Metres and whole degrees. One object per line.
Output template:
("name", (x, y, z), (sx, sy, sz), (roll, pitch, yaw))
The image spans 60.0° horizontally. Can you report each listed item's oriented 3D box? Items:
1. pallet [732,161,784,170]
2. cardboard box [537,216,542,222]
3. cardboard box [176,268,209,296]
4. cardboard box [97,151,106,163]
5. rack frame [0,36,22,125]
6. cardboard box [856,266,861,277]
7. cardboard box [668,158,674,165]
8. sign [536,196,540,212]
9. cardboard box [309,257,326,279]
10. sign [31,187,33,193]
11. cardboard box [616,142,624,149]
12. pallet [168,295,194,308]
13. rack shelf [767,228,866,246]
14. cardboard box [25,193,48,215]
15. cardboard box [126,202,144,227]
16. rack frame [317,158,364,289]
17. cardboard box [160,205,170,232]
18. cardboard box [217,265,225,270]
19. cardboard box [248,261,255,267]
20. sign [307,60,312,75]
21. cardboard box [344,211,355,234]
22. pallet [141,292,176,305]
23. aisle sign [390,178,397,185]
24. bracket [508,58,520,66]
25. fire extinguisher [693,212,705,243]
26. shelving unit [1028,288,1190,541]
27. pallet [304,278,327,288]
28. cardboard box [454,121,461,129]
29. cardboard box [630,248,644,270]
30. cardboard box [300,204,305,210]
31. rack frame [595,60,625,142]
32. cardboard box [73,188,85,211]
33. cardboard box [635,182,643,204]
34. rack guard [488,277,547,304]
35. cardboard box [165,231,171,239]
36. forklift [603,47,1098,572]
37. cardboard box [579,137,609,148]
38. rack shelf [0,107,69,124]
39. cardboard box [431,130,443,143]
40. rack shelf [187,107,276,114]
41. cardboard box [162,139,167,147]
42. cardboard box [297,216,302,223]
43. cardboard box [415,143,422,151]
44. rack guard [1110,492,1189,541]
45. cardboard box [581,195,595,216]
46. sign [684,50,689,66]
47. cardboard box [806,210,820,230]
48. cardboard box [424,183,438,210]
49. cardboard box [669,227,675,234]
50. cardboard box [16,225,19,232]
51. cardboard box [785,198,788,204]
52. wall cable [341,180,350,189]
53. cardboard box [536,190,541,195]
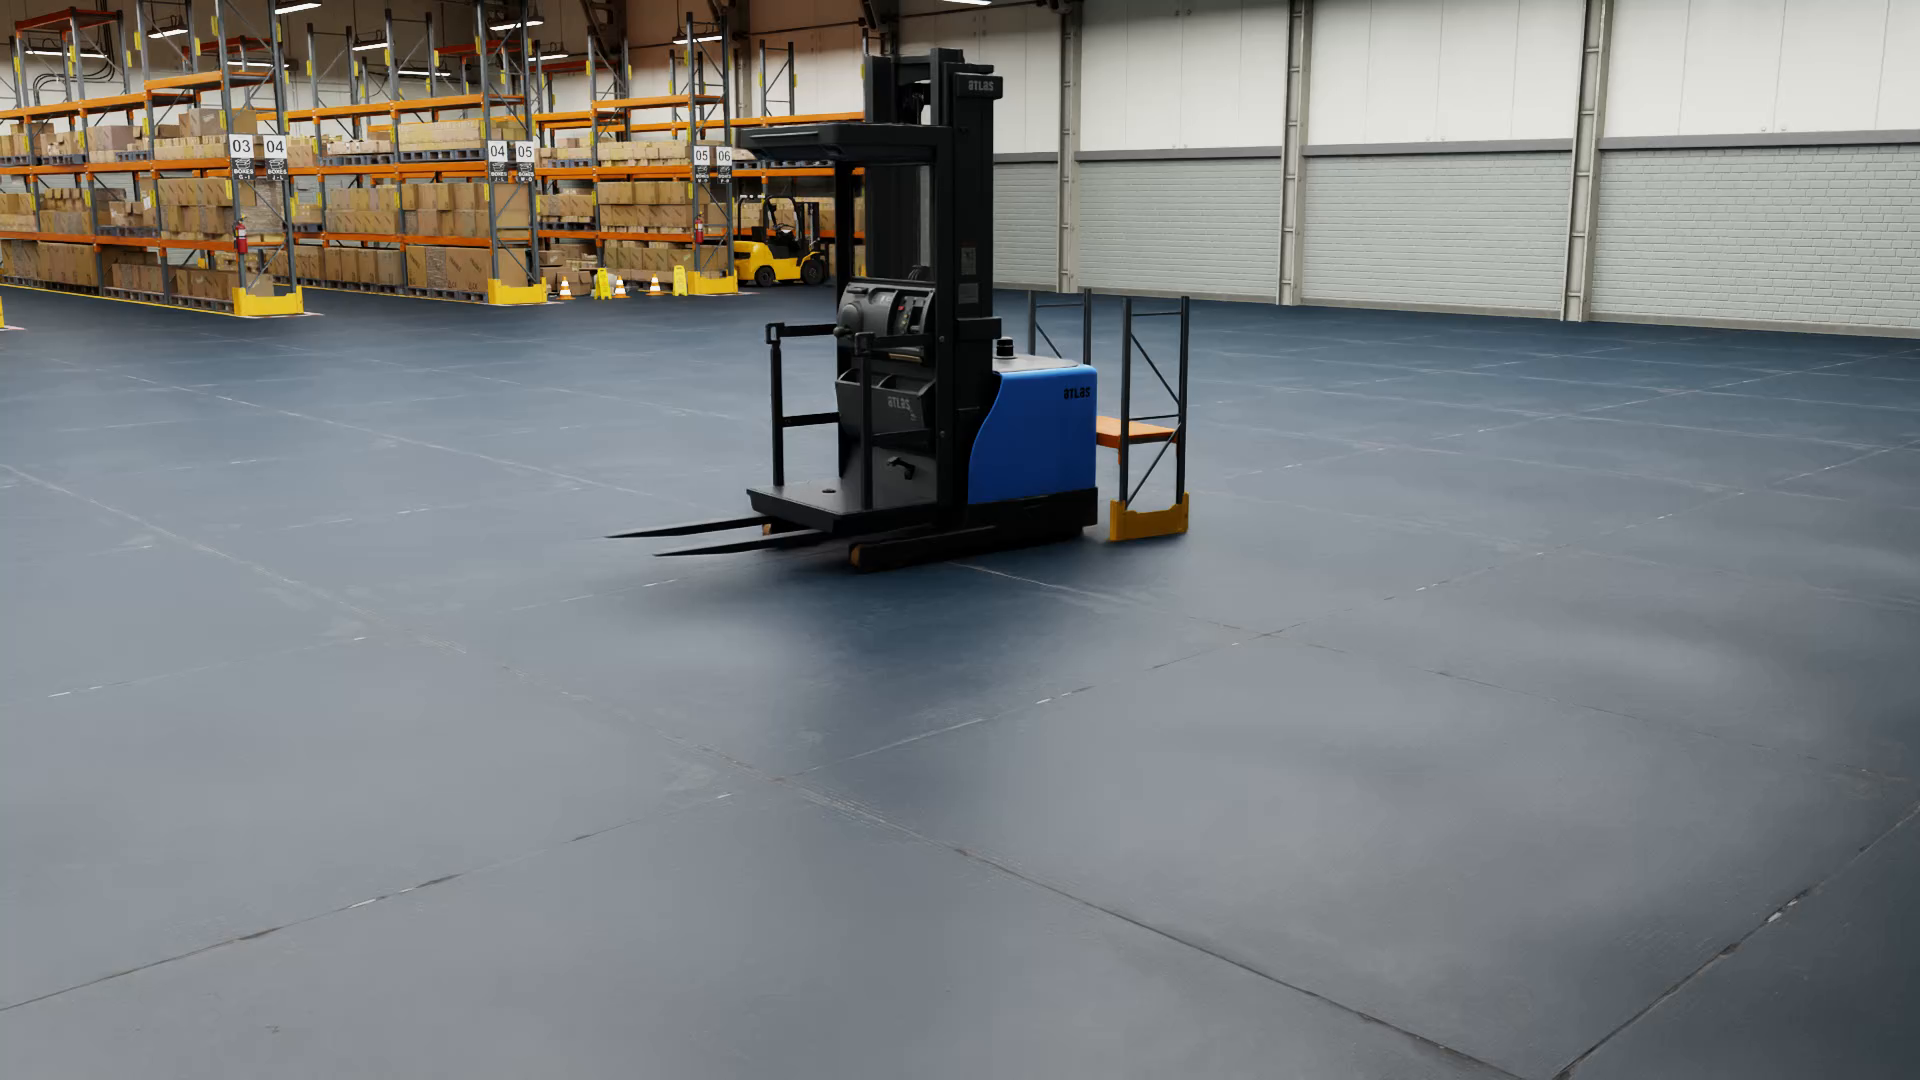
("pallet", (-5.278, -9.775, 43.463), (1.217, 0.209, 0.805), (11, 16, 43))
("cardboard box", (-10.417, -8.038, 41.574), (0.380, 0.149, 0.250), (-11, 16, -42))
("cardboard box", (-15.167, -5.117, 32.966), (0.500, 0.500, 0.500), (11, 16, 43))
("cardboard box", (-17.682, -8.000, 34.744), (0.500, 0.250, 0.500), (-10, 16, -41))
("rack frame", (-23.701, -10.889, 40.962), (1.000, 3.000, 0.127), (-11, 16, -43))
("cardboard box", (-2.450, -6.572, 40.651), (0.500, 0.250, 0.500), (-11, 16, -42))
("cardboard box", (-6.287, -8.431, 37.088), (0.380, 0.149, 0.250), (-10, 15, -41))
("sign", (-8.589, -6.831, 33.793), (0.100, 0.325, 0.005), (-11, 16, -43))
("cardboard box", (-15.163, -6.500, 39.683), (0.500, 0.500, 0.500), (-11, 16, -43))
("sign", (-23.299, -8.707, 41.784), (0.100, 0.325, 0.005), (-11, 16, -43))
("cardboard box", (-7.727, -9.110, 38.406), (0.380, 0.149, 0.250), (-11, 16, -43))
("pallet", (-14.925, -4.740, 32.897), (1.003, 0.211, 1.213), (-11, 16, -43))
("rack shelf", (-3.278, -7.628, 41.786), (1.077, 0.370, 4.000), (-11, 16, -43))
("cardboard box", (-21.450, -7.836, 38.788), (0.500, 0.500, 0.500), (-10, 15, -41))
("cardboard box", (-16.678, -6.696, 34.180), (0.797, 0.503, 0.637), (-9, 15, -37))
("rack frame", (-14.519, -7.459, 39.184), (1.000, 3.000, 0.127), (-11, 16, -43))
("cardboard box", (-15.148, -6.319, 32.666), (0.875, 0.500, 0.500), (-11, 16, -43))
("cardboard box", (-19.400, -7.201, 43.952), (0.380, 0.149, 0.250), (-11, 16, -42))
("cardboard box", (-17.925, -7.038, 42.424), (0.250, 0.149, 0.380), (11, 16, 42))
("sign", (-14.905, -10.817, 38.102), (0.100, 0.325, 0.005), (-11, 16, -43))
("cardboard box", (-13.703, -7.258, 37.957), (0.500, 0.500, 0.500), (-11, 16, -43))
("pallet", (-15.953, -4.947, 33.899), (1.003, 0.211, 1.213), (-11, 16, -43))
("aisle sign", (-16.359, -10.658, 48.269), (0.394, 0.787, 0.004), (-11, 16, -43))
("bracket", (-14.126, -15.134, 52.647), (0.235, 0.232, 0.430), (-11, 16, -43))
("fire extinguisher", (-5.739, -6.878, 36.551), (0.296, 0.674, 0.183), (-11, 16, -43))
("shelving unit", (0.936, -0.851, 10.826), (0.587, 1.500, 1.083), (-7, 14, -32))
("pallet", (-15.058, -6.208, 40.020), (1.003, 0.211, 1.213), (-11, 16, -43))
("cardboard box", (-10.001, -8.397, 33.657), (0.380, 0.149, 0.250), (-11, 16, -42))
("cardboard box", (-7.299, -6.530, 38.589), (0.500, 0.500, 0.500), (-10, 15, -40))
("cardboard box", (-15.361, -7.878, 39.323), (0.380, 0.149, 0.250), (-11, 16, -43))
("rack frame", (-10.184, -12.378, 48.192), (1.000, 3.000, 0.127), (-11, 16, -43))
("cardboard box", (-19.118, -7.528, 36.782), (0.797, 0.503, 0.637), (-10, 16, -41))
("cardboard box", (-7.010, -7.952, 38.112), (0.700, 0.500, 0.500), (-11, 16, -43))
("rack guard", (-8.978, -5.064, 33.752), (1.175, 0.500, 0.348), (-11, 16, -43))
("cardboard box", (-15.320, -5.964, 32.551), (0.380, 0.149, 0.250), (-11, 16, -43))
("forklift", (-0.612, -1.372, 9.808), (3.031, 2.935, 1.130), (-9, 14, -36))
("cardboard box", (-8.739, -9.493, 39.714), (0.500, 0.250, 0.500), (-10, 16, -41))
("rack shelf", (-22.320, -10.049, 39.658), (1.077, 0.370, 4.000), (-11, 16, -43))
("cardboard box", (-10.573, -8.340, 34.373), (0.500, 0.250, 0.500), (-11, 16, -42))
("rack shelf", (-18.663, -10.919, 42.902), (1.077, 0.370, 4.000), (-11, 16, -43))
("cardboard box", (-15.179, -7.670, 32.158), (0.250, 0.149, 0.380), (11, 16, 42))
("cardboard box", (-15.541, -7.624, 39.564), (0.380, 0.149, 0.250), (-11, 16, -42))
("cardboard box", (-11.227, -8.265, 34.995), (0.380, 0.149, 0.250), (-11, 16, -43))
("rack guard", (1.202, -0.154, 10.540), (0.587, 0.250, 0.087), (-7, 14, -32))
("cardboard box", (-8.732, -8.016, 39.859), (0.500, 0.500, 0.500), (-11, 16, -44))
("sign", (-5.900, -10.395, 35.860), (0.100, 0.325, 0.005), (-11, 16, -43))
("cardboard box", (-3.487, -7.996, 41.543), (0.500, 0.500, 0.500), (-11, 16, -42))
("cardboard box", (-10.790, -7.257, 35.155), (0.875, 0.550, 0.550), (-11, 16, -43))
("cardboard box", (-6.314, -6.960, 37.382), (0.380, 0.149, 0.250), (-11, 16, -44))
("cardboard box", (-22.274, -7.430, 39.664), (0.380, 0.149, 0.250), (-11, 16, -43))
("cardboard box", (-4.225, -8.635, 42.299), (0.380, 0.149, 0.250), (-11, 16, -44))
("wall cable", (-19.427, -10.848, 53.114), (0.588, 1.984, 0.122), (-11, 16, -43))
("cardboard box", (-11.173, -8.809, 43.007), (0.500, 0.500, 0.500), (11, 16, 43))
